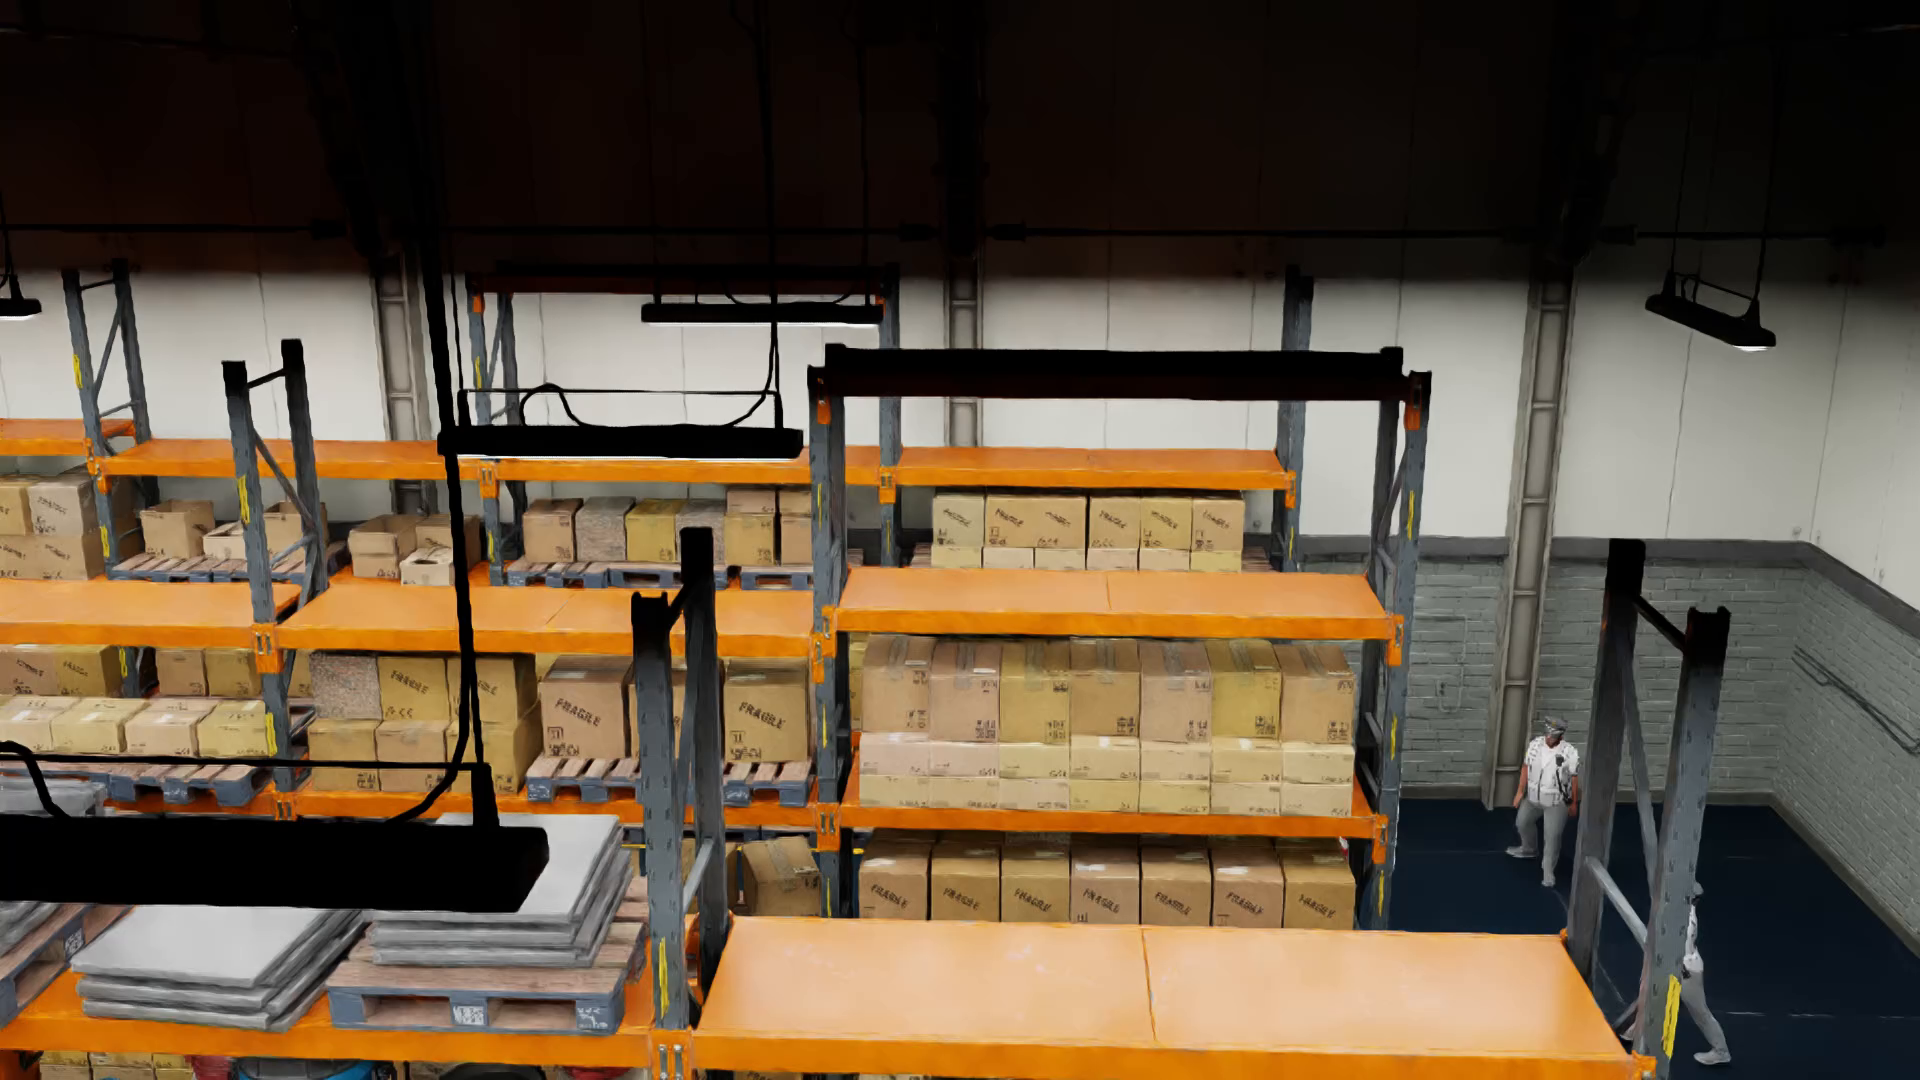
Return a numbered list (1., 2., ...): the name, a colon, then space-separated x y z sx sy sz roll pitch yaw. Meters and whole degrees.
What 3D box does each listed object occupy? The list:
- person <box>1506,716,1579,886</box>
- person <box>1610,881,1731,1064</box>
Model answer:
1. person: 5.840 2.545 16.743 0.549 1.743 0.736 -14 21 -39
2. person: 5.868 3.485 13.631 0.999 1.619 0.483 3 16 12
